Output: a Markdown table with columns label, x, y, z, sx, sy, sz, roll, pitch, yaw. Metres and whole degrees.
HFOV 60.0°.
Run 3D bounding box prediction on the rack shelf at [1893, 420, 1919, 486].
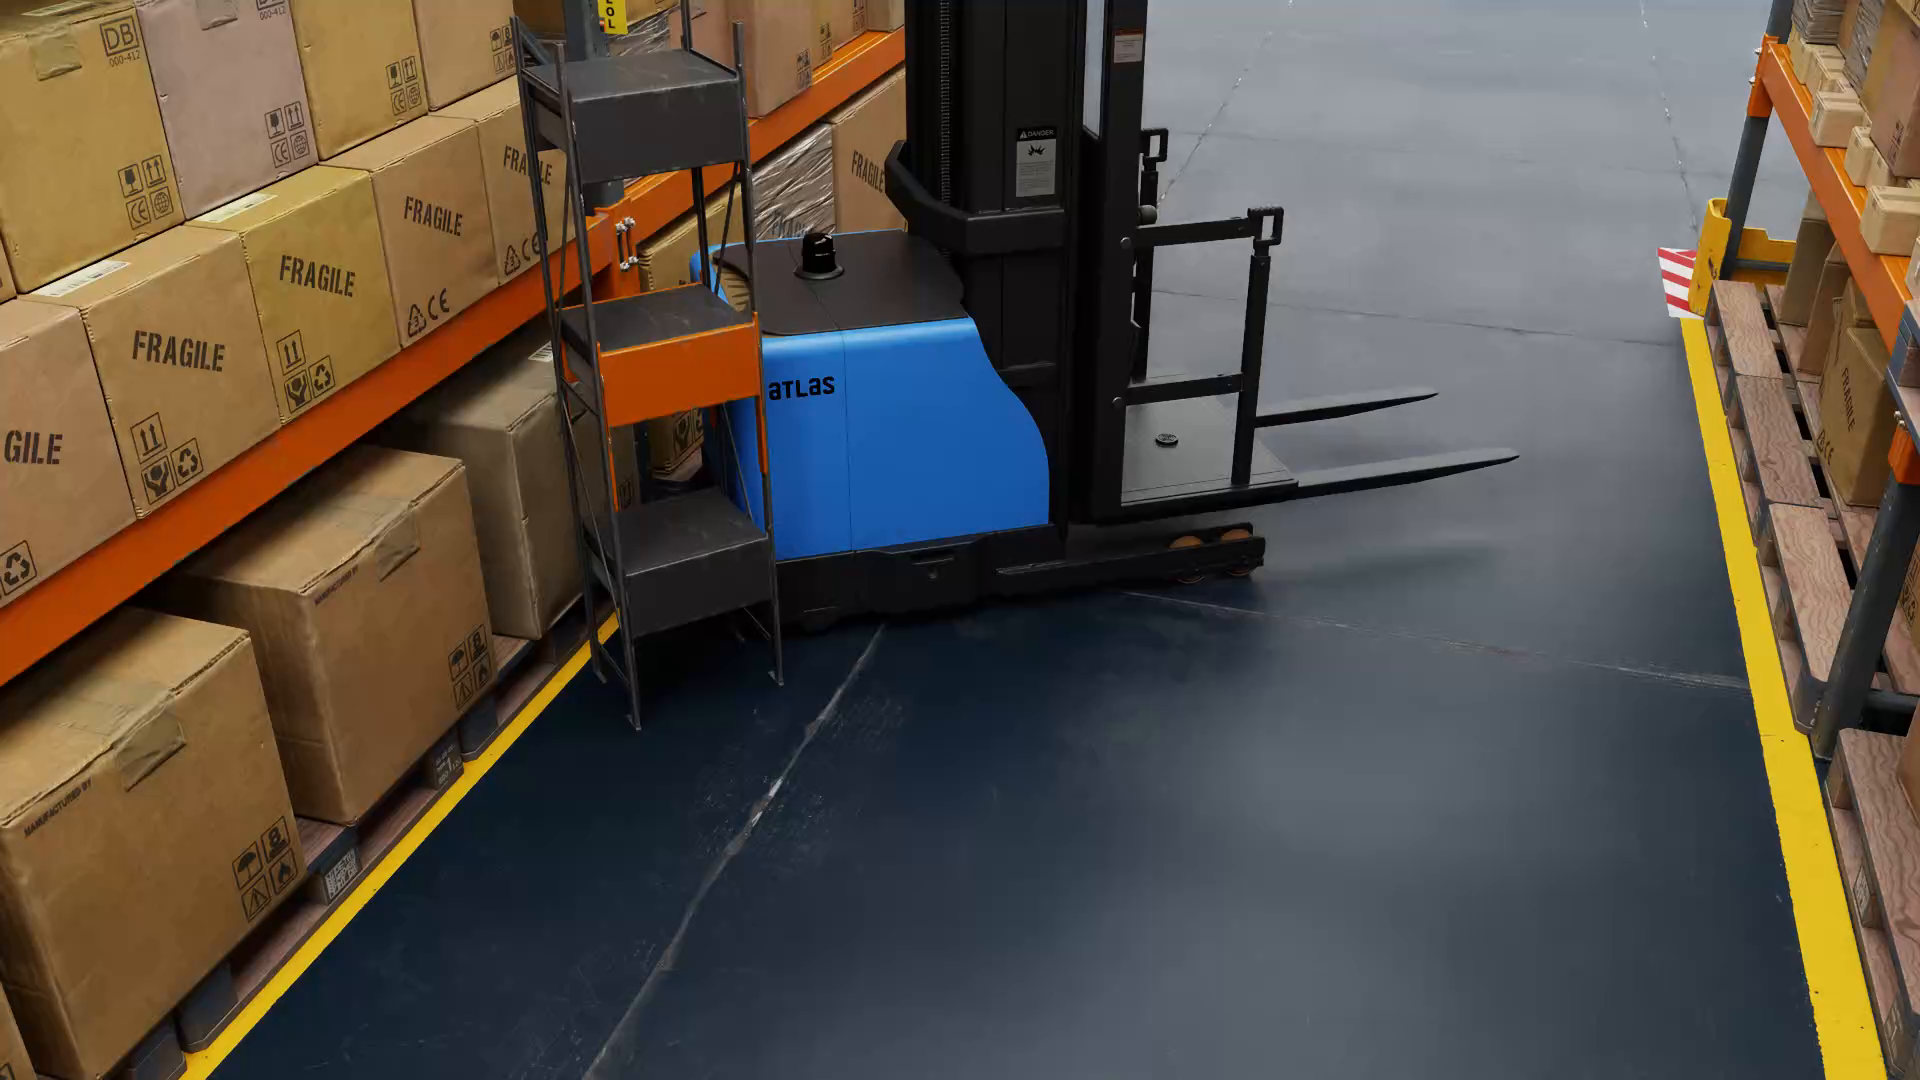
| label | x | y | z | sx | sy | sz | roll | pitch | yaw |
| --- | --- | --- | --- | --- | --- | --- | --- | --- | --- |
| rack shelf | 2.502 | 0.646 | 2.743 | 1.077 | 0.370 | 4.000 | 8 | 30 | 15 |

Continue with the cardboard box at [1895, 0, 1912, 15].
| label | x | y | z | sx | sy | sz | roll | pitch | yaw |
| --- | --- | --- | --- | --- | --- | --- | --- | --- | --- |
| cardboard box | 3.251 | -1.922 | 5.182 | 0.500 | 0.500 | 0.500 | 8 | 30 | 15 |

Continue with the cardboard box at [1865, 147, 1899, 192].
| label | x | y | z | sx | sy | sz | roll | pitch | yaw |
| --- | --- | --- | --- | --- | --- | --- | --- | --- | --- |
| cardboard box | 3.285 | -1.204 | 5.587 | 0.380 | 0.149 | 0.250 | 8 | 30 | 15 |

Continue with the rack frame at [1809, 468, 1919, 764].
| label | x | y | z | sx | sy | sz | roll | pitch | yaw |
| --- | --- | --- | --- | --- | --- | --- | --- | --- | --- |
| rack frame | 3.089 | -0.598 | 4.239 | 1.000 | 3.000 | 0.127 | 8 | 30 | 15 |

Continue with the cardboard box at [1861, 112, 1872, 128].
| label | x | y | z | sx | sy | sz | roll | pitch | yaw |
| --- | --- | --- | --- | --- | --- | --- | --- | --- | --- |
| cardboard box | 3.472 | -1.430 | 5.994 | 0.380 | 0.149 | 0.250 | 8 | 30 | 15 |

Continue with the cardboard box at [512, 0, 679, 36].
| label | x | y | z | sx | sy | sz | roll | pitch | yaw |
| --- | --- | --- | --- | --- | --- | --- | --- | --- | --- |
| cardboard box | -1.482 | -2.057 | 5.596 | 0.875 | 0.550 | 0.550 | 8 | 30 | 15 |

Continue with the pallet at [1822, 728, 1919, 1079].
| label | x | y | z | sx | sy | sz | roll | pitch | yaw |
| --- | --- | --- | --- | --- | --- | --- | --- | --- | --- |
| pallet | 2.862 | 0.983 | 4.266 | 1.003 | 0.211 | 1.213 | 8 | 30 | 15 |

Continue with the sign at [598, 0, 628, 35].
| label | x | y | z | sx | sy | sz | roll | pitch | yaw |
| --- | --- | --- | --- | --- | --- | --- | --- | --- | --- |
| sign | -1.101 | -1.751 | 5.203 | 0.100 | 0.325 | 0.005 | 8 | 30 | 15 |

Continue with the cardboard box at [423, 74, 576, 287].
| label | x | y | z | sx | sy | sz | roll | pitch | yaw |
| --- | --- | --- | --- | --- | --- | --- | --- | --- | --- |
| cardboard box | -1.521 | -1.116 | 5.067 | 0.500 | 0.500 | 0.500 | 8 | 30 | 15 |

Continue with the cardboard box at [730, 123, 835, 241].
| label | x | y | z | sx | sy | sz | roll | pitch | yaw |
| --- | --- | --- | --- | --- | --- | --- | --- | --- | --- |
| cardboard box | -1.111 | -1.309 | 7.272 | 0.875 | 0.875 | 0.875 | 9 | 30 | 15 |

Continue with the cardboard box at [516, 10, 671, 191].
| label | x | y | z | sx | sy | sz | roll | pitch | yaw |
| --- | --- | --- | --- | --- | --- | --- | --- | --- | --- |
| cardboard box | -1.526 | -1.591 | 5.871 | 0.875 | 0.550 | 0.550 | 8 | 30 | 15 |

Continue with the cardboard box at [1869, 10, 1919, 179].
| label | x | y | z | sx | sy | sz | roll | pitch | yaw |
| --- | --- | --- | --- | --- | --- | --- | --- | --- | --- |
| cardboard box | 3.511 | -1.446 | 5.355 | 0.875 | 0.500 | 0.500 | 8 | 30 | 15 |

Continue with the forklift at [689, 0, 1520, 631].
| label | x | y | z | sx | sy | sz | roll | pitch | yaw |
| --- | --- | --- | --- | --- | --- | --- | --- | --- | --- |
| forklift | 0.600 | -1.364 | 5.686 | 3.031 | 2.935 | 1.130 | -8 | 30 | -14 |

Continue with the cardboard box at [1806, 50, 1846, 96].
| label | x | y | z | sx | sy | sz | roll | pitch | yaw |
| --- | --- | --- | --- | --- | --- | --- | --- | --- | --- |
| cardboard box | 3.718 | -1.902 | 6.842 | 0.380 | 0.149 | 0.250 | 8 | 30 | 15 |

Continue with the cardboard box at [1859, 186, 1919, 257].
| label | x | y | z | sx | sy | sz | roll | pitch | yaw |
| --- | --- | --- | --- | --- | --- | --- | --- | --- | --- |
| cardboard box | 3.051 | -0.985 | 5.193 | 0.380 | 0.149 | 0.250 | 8 | 30 | 15 |

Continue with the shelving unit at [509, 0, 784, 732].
| label | x | y | z | sx | sy | sz | roll | pitch | yaw |
| --- | --- | --- | --- | --- | --- | --- | --- | --- | --- |
| shelving unit | -0.890 | -0.464 | 4.924 | 0.503 | 2.100 | 0.431 | -16 | 33 | -26 |

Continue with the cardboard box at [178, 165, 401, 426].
| label | x | y | z | sx | sy | sz | roll | pitch | yaw |
| --- | --- | --- | --- | --- | --- | --- | --- | --- | --- |
| cardboard box | -1.817 | -0.646 | 4.223 | 0.500 | 0.500 | 0.500 | 9 | 30 | 15 |

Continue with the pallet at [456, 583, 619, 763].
| label | x | y | z | sx | sy | sz | roll | pitch | yaw |
| --- | --- | --- | --- | --- | --- | --- | --- | --- | --- |
| pallet | -1.777 | 0.235 | 5.610 | 1.003 | 0.211 | 1.213 | 8 | 30 | 15 |

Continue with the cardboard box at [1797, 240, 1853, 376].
| label | x | y | z | sx | sy | sz | roll | pitch | yaw |
| --- | --- | --- | --- | --- | --- | --- | --- | --- | --- |
| cardboard box | 3.921 | -0.978 | 7.061 | 0.500 | 0.500 | 0.500 | 17 | 33 | 28 |

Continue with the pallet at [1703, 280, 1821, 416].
| label | x | y | z | sx | sy | sz | roll | pitch | yaw |
| --- | --- | --- | --- | --- | --- | --- | --- | --- | --- |
| pallet | 3.968 | -0.830 | 7.526 | 1.003 | 0.211 | 1.213 | 8 | 30 | 15 |

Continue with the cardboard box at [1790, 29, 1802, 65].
| label | x | y | z | sx | sy | sz | roll | pitch | yaw |
| --- | --- | --- | --- | --- | --- | --- | --- | --- | --- |
| cardboard box | 3.860 | -2.135 | 7.261 | 0.380 | 0.149 | 0.250 | 8 | 30 | 15 |

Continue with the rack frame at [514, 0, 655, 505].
| label | x | y | z | sx | sy | sz | roll | pitch | yaw |
| --- | --- | --- | --- | --- | --- | --- | --- | --- | --- |
| rack frame | -1.623 | -1.353 | 5.596 | 1.000 | 3.000 | 0.127 | 8 | 30 | 15 |

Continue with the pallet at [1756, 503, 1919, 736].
| label | x | y | z | sx | sy | sz | roll | pitch | yaw |
| --- | --- | --- | --- | --- | --- | --- | --- | --- | --- |
| pallet | 3.252 | 0.303 | 5.487 | 1.003 | 0.211 | 1.213 | 8 | 30 | 15 |

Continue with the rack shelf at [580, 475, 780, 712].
| label | x | y | z | sx | sy | sz | roll | pitch | yaw |
| --- | --- | --- | --- | --- | --- | --- | --- | --- | --- |
| rack shelf | -0.890 | 0.160 | 5.271 | 0.480 | 0.518 | 0.431 | -16 | 33 | -26 |

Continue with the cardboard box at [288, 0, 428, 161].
| label | x | y | z | sx | sy | sz | roll | pitch | yaw |
| --- | --- | --- | --- | --- | --- | --- | --- | --- | --- |
| cardboard box | -1.912 | -1.362 | 4.482 | 0.700 | 0.500 | 0.500 | 8 | 30 | 14 |

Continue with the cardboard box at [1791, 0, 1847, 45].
| label | x | y | z | sx | sy | sz | roll | pitch | yaw |
| --- | --- | --- | --- | --- | --- | --- | --- | --- | --- |
| cardboard box | 4.075 | -2.379 | 7.032 | 0.875 | 0.500 | 0.500 | 8 | 30 | 15 |

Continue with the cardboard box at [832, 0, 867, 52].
| label | x | y | z | sx | sy | sz | roll | pitch | yaw |
| --- | --- | --- | --- | --- | --- | --- | --- | --- | --- |
| cardboard box | -0.940 | -2.597 | 7.679 | 0.875 | 0.550 | 0.550 | 8 | 30 | 15 |

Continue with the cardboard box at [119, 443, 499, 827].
| label | x | y | z | sx | sy | sz | roll | pitch | yaw |
| --- | --- | --- | --- | --- | --- | --- | --- | --- | --- |
| cardboard box | -2.006 | 0.196 | 4.694 | 1.050 | 0.750 | 0.750 | 8 | 30 | 15 |

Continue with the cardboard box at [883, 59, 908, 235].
| label | x | y | z | sx | sy | sz | roll | pitch | yaw |
| --- | --- | --- | --- | --- | --- | --- | --- | --- | --- |
| cardboard box | -0.585 | -2.142 | 8.769 | 0.875 | 0.875 | 0.875 | 9 | 30 | 15 |

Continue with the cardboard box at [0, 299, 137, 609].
| label | x | y | z | sx | sy | sz | roll | pitch | yaw |
| --- | --- | --- | --- | --- | --- | --- | --- | --- | --- |
| cardboard box | -2.112 | -0.179 | 3.383 | 0.500 | 0.500 | 0.500 | 8 | 30 | 15 |

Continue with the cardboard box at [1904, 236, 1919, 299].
| label | x | y | z | sx | sy | sz | roll | pitch | yaw |
| --- | --- | --- | --- | --- | --- | --- | --- | --- | --- |
| cardboard box | 2.953 | -0.745 | 4.762 | 0.380 | 0.149 | 0.250 | 8 | 30 | 15 |

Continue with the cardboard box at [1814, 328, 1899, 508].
| label | x | y | z | sx | sy | sz | roll | pitch | yaw |
| --- | --- | --- | --- | --- | --- | --- | --- | --- | --- |
| cardboard box | 3.512 | -0.436 | 6.088 | 0.500 | 0.500 | 0.500 | 6 | 30 | 10 |

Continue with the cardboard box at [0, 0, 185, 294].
| label | x | y | z | sx | sy | sz | roll | pitch | yaw |
| --- | --- | --- | --- | --- | --- | --- | --- | --- | --- |
| cardboard box | -2.210 | -0.893 | 3.639 | 0.700 | 0.500 | 0.500 | 8 | 30 | 14 |

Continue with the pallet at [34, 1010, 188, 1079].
| label | x | y | z | sx | sy | sz | roll | pitch | yaw |
| --- | --- | --- | --- | --- | --- | --- | --- | --- | --- |
| pallet | -2.494 | 1.369 | 3.572 | 1.003 | 0.211 | 1.213 | 8 | 30 | 15 |

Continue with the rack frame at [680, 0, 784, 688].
| label | x | y | z | sx | sy | sz | roll | pitch | yaw |
| --- | --- | --- | --- | --- | --- | --- | --- | --- | --- |
| rack frame | -0.680 | -0.524 | 5.032 | 0.015 | 2.100 | 0.400 | -16 | 33 | -26 |

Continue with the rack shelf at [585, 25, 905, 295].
| label | x | y | z | sx | sy | sz | roll | pitch | yaw |
| --- | --- | --- | --- | --- | --- | --- | --- | --- | --- |
| rack shelf | -1.036 | -1.968 | 7.442 | 1.077 | 0.370 | 4.000 | 8 | 30 | 15 |

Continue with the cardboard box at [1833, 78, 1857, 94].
| label | x | y | z | sx | sy | sz | roll | pitch | yaw |
| --- | --- | --- | --- | --- | --- | --- | --- | --- | --- |
| cardboard box | 3.591 | -1.667 | 6.419 | 0.380 | 0.149 | 0.250 | 8 | 30 | 15 |

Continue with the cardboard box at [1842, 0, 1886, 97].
| label | x | y | z | sx | sy | sz | roll | pitch | yaw |
| --- | --- | --- | --- | --- | --- | --- | --- | --- | --- |
| cardboard box | 3.855 | -1.903 | 6.177 | 0.875 | 0.500 | 0.500 | 8 | 30 | 15 |

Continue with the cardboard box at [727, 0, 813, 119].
| label | x | y | z | sx | sy | sz | roll | pitch | yaw |
| --- | --- | --- | --- | --- | --- | --- | --- | --- | --- |
| cardboard box | -1.115 | -2.084 | 6.757 | 0.875 | 0.550 | 0.550 | 8 | 30 | 15 |
